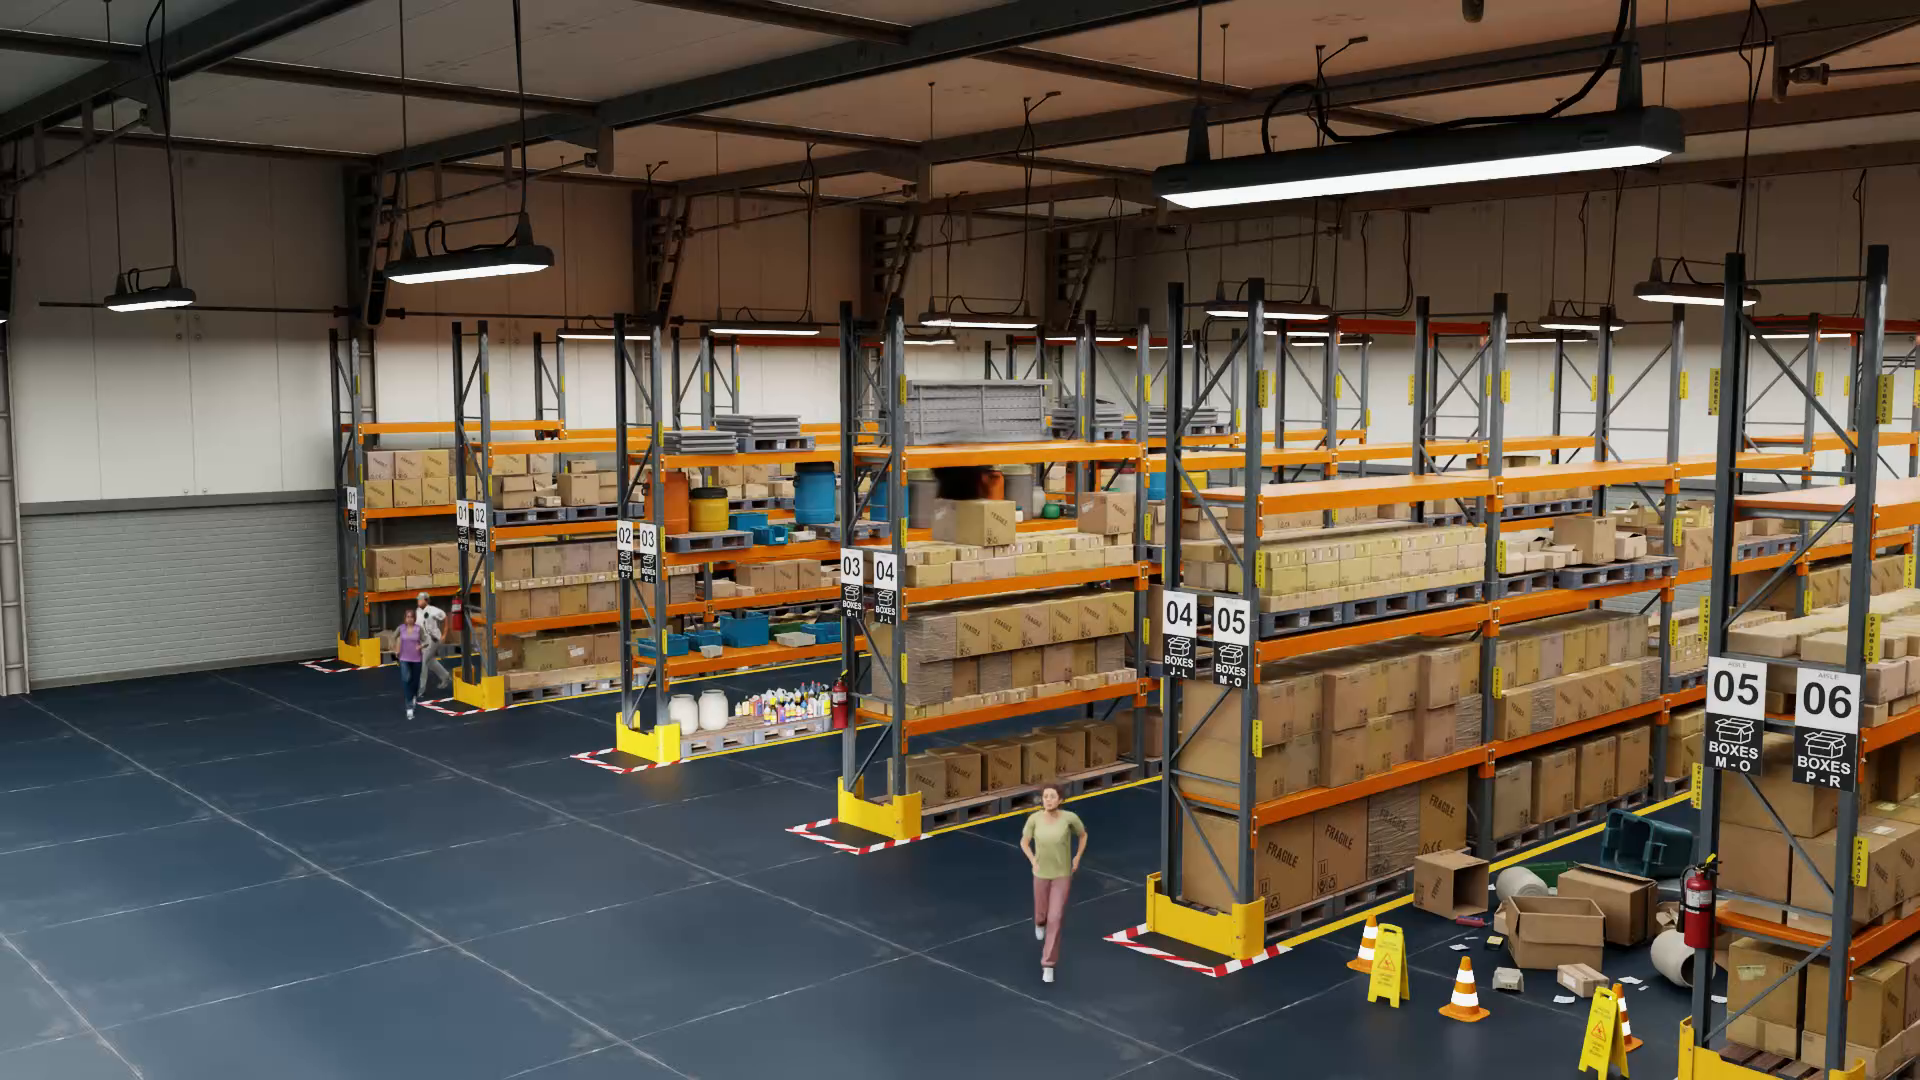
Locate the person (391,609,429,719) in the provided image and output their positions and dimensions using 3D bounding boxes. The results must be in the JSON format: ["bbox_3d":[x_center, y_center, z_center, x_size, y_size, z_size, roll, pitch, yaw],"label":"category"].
[{"bbox_3d":[-8.368,1.855,25.344,0.539,1.613,0.871,-2,6,-21],"label":"person"}]

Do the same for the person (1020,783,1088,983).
[{"bbox_3d":[0.818,2.925,14.518,0.587,1.665,0.839,1,6,8],"label":"person"}]

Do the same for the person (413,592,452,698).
[{"bbox_3d":[-8.628,1.679,27.037,0.625,1.697,0.883,4,7,38],"label":"person"}]

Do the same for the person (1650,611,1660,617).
[{"bbox_3d":[10.277,1.890,24.639,0.593,1.687,0.644,-4,7,-37],"label":"person"}]
